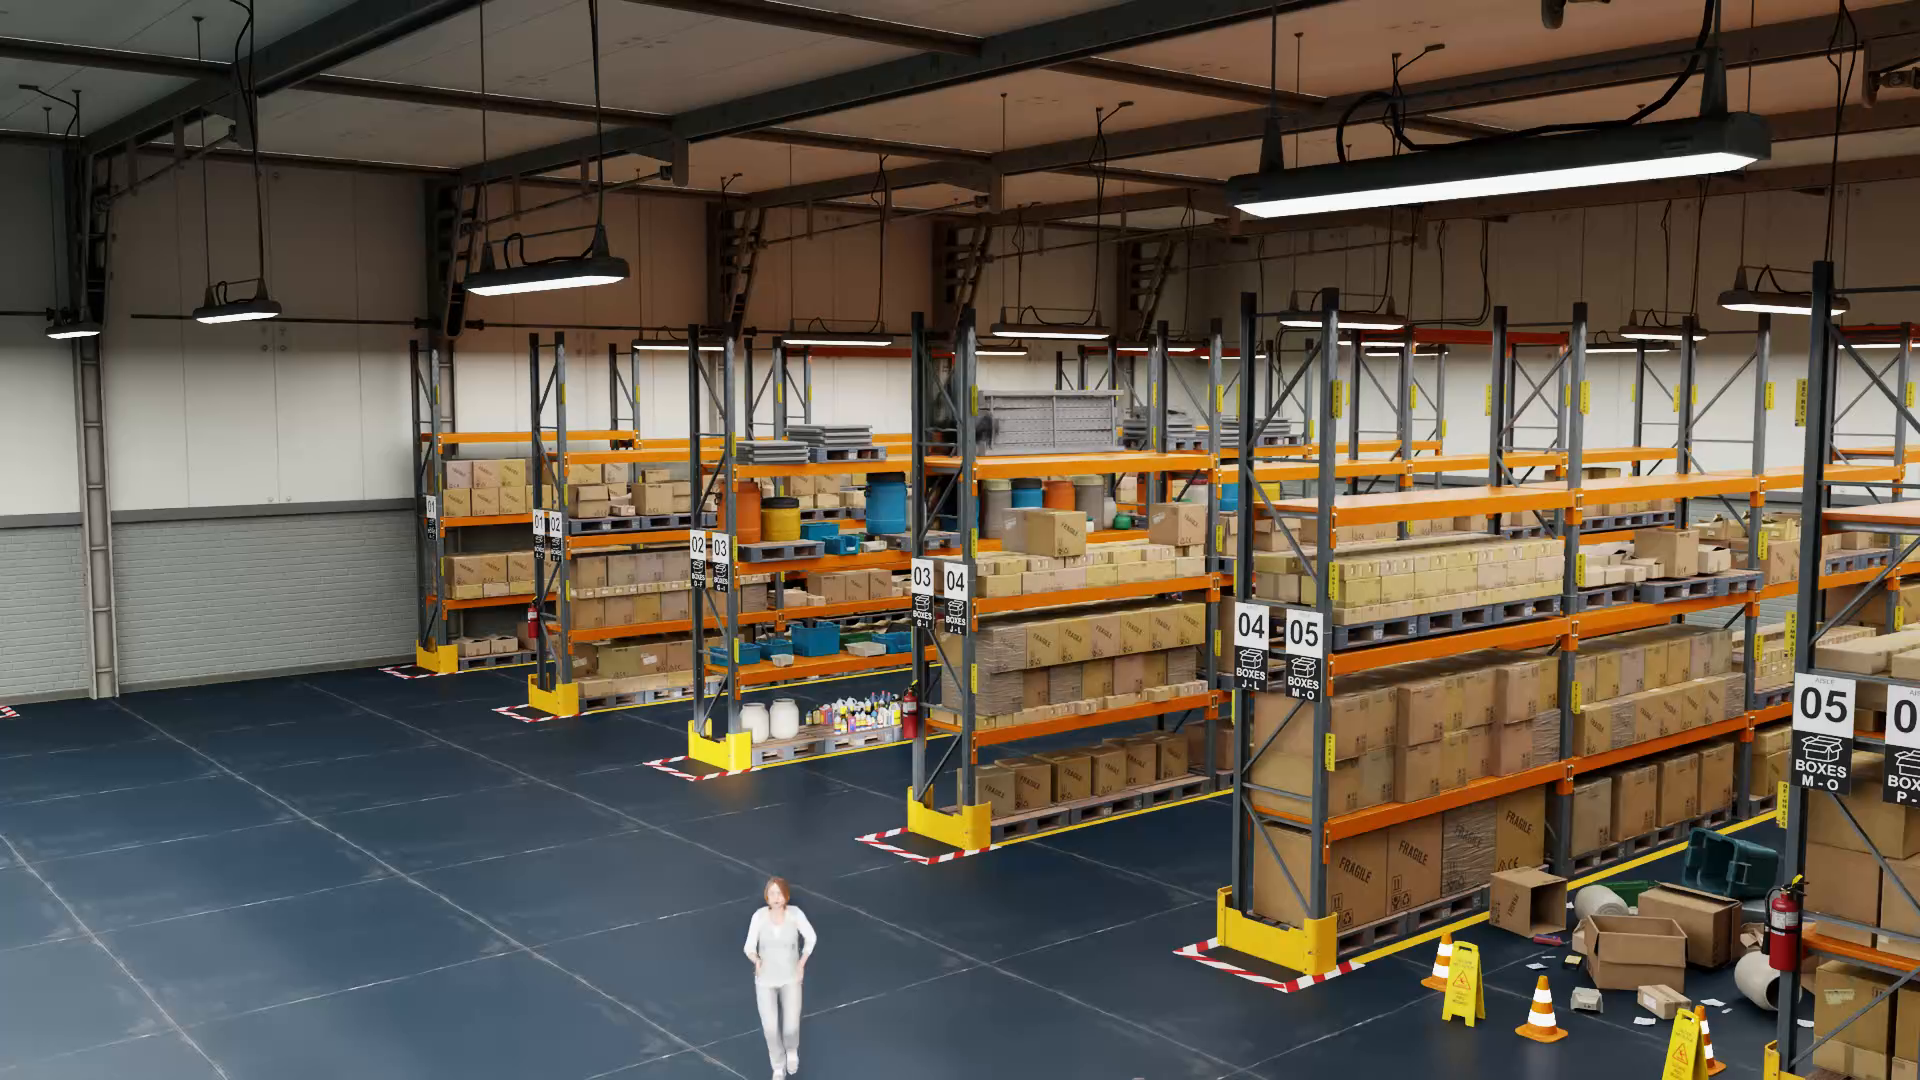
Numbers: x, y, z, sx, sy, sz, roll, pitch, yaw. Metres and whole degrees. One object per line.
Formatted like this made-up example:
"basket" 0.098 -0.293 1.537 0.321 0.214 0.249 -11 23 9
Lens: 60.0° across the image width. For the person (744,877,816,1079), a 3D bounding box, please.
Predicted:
"person" -1.327 3.256 12.202 0.526 1.556 0.536 0 5 -2
